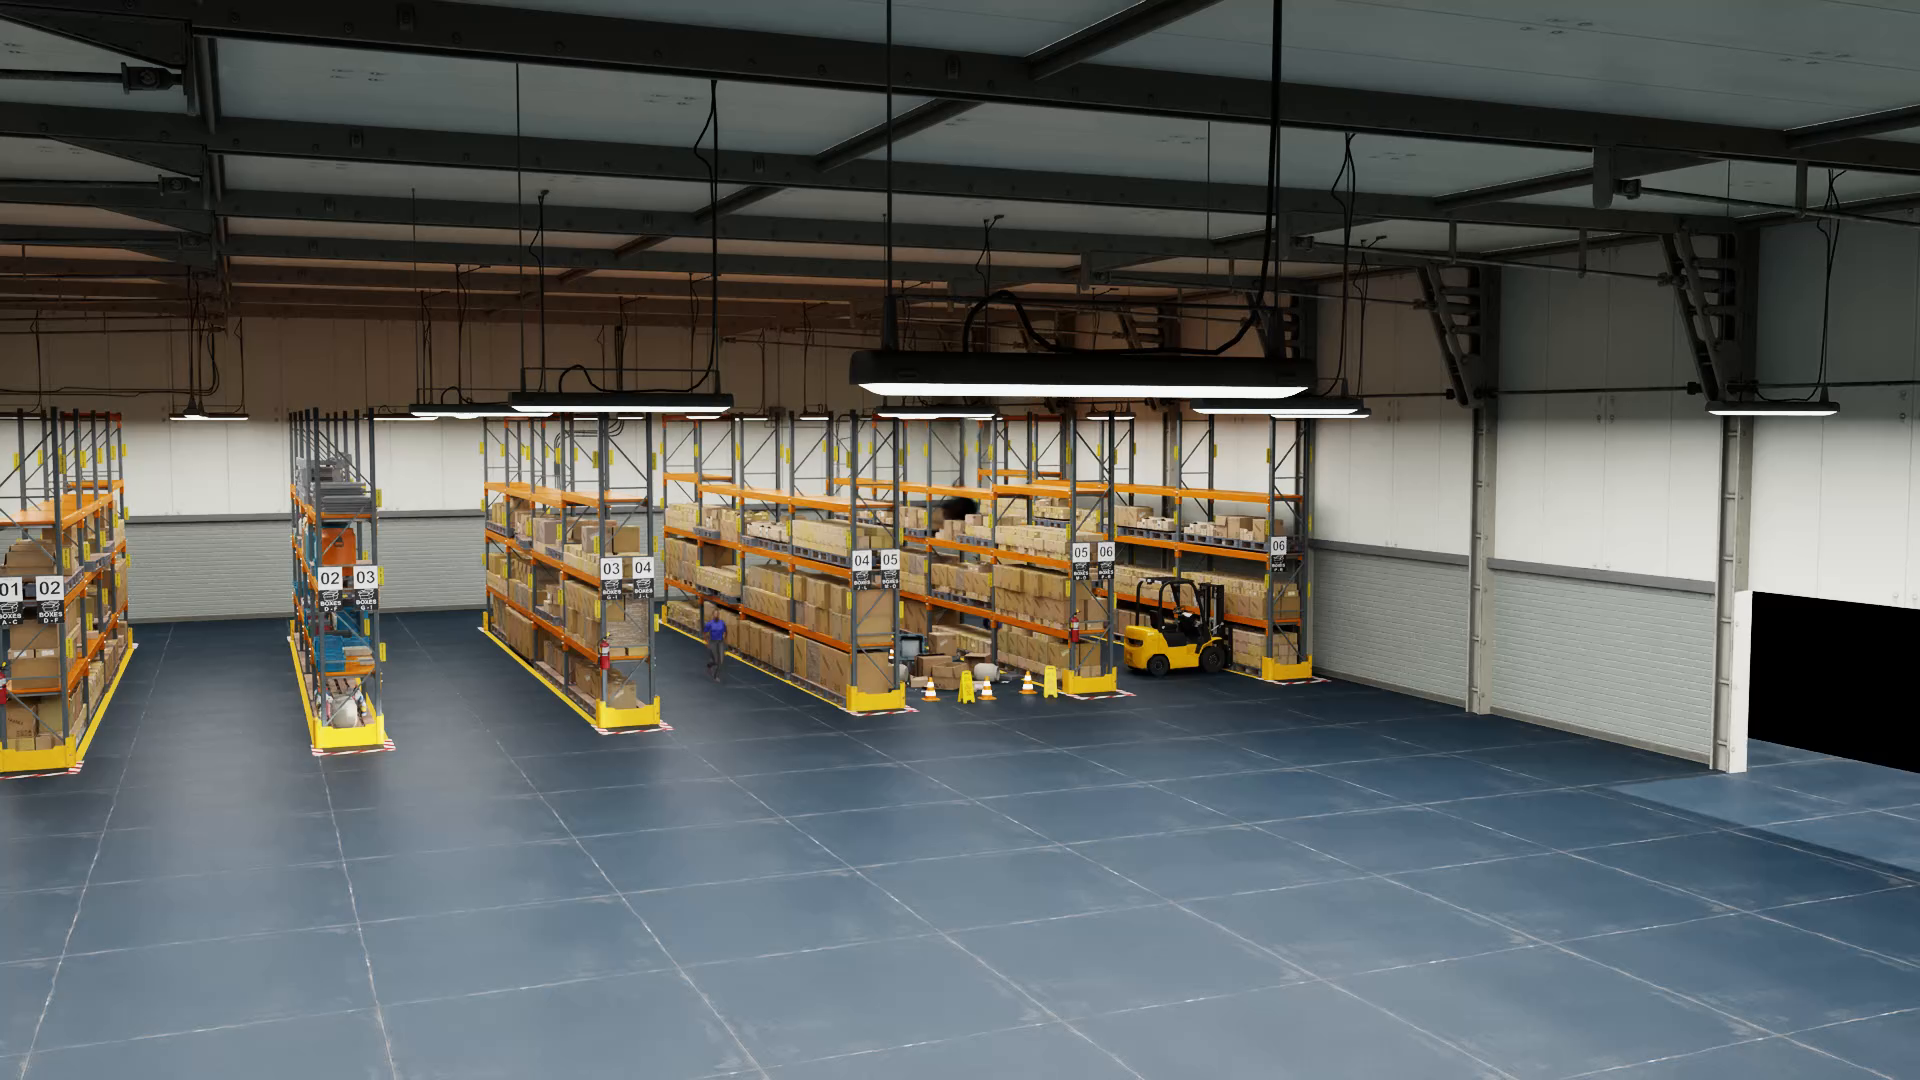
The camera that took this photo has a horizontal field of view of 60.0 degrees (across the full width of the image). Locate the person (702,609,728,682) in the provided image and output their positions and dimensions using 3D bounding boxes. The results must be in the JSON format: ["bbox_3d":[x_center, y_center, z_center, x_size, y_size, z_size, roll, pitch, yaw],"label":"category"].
[{"bbox_3d":[-5.420,2.343,36.966,0.583,1.615,0.558,-2,5,-28],"label":"person"}]

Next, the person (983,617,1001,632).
[{"bbox_3d":[0.861,1.726,45.169,0.592,1.686,0.779,-2,4,-25],"label":"person"}]

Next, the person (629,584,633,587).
[{"bbox_3d":[-8.691,1.651,45.285,0.718,1.761,0.965,-2,4,-25],"label":"person"}]

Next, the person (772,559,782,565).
[{"bbox_3d":[-5.616,1.313,50.238,0.705,1.824,0.632,-2,4,-27],"label":"person"}]
